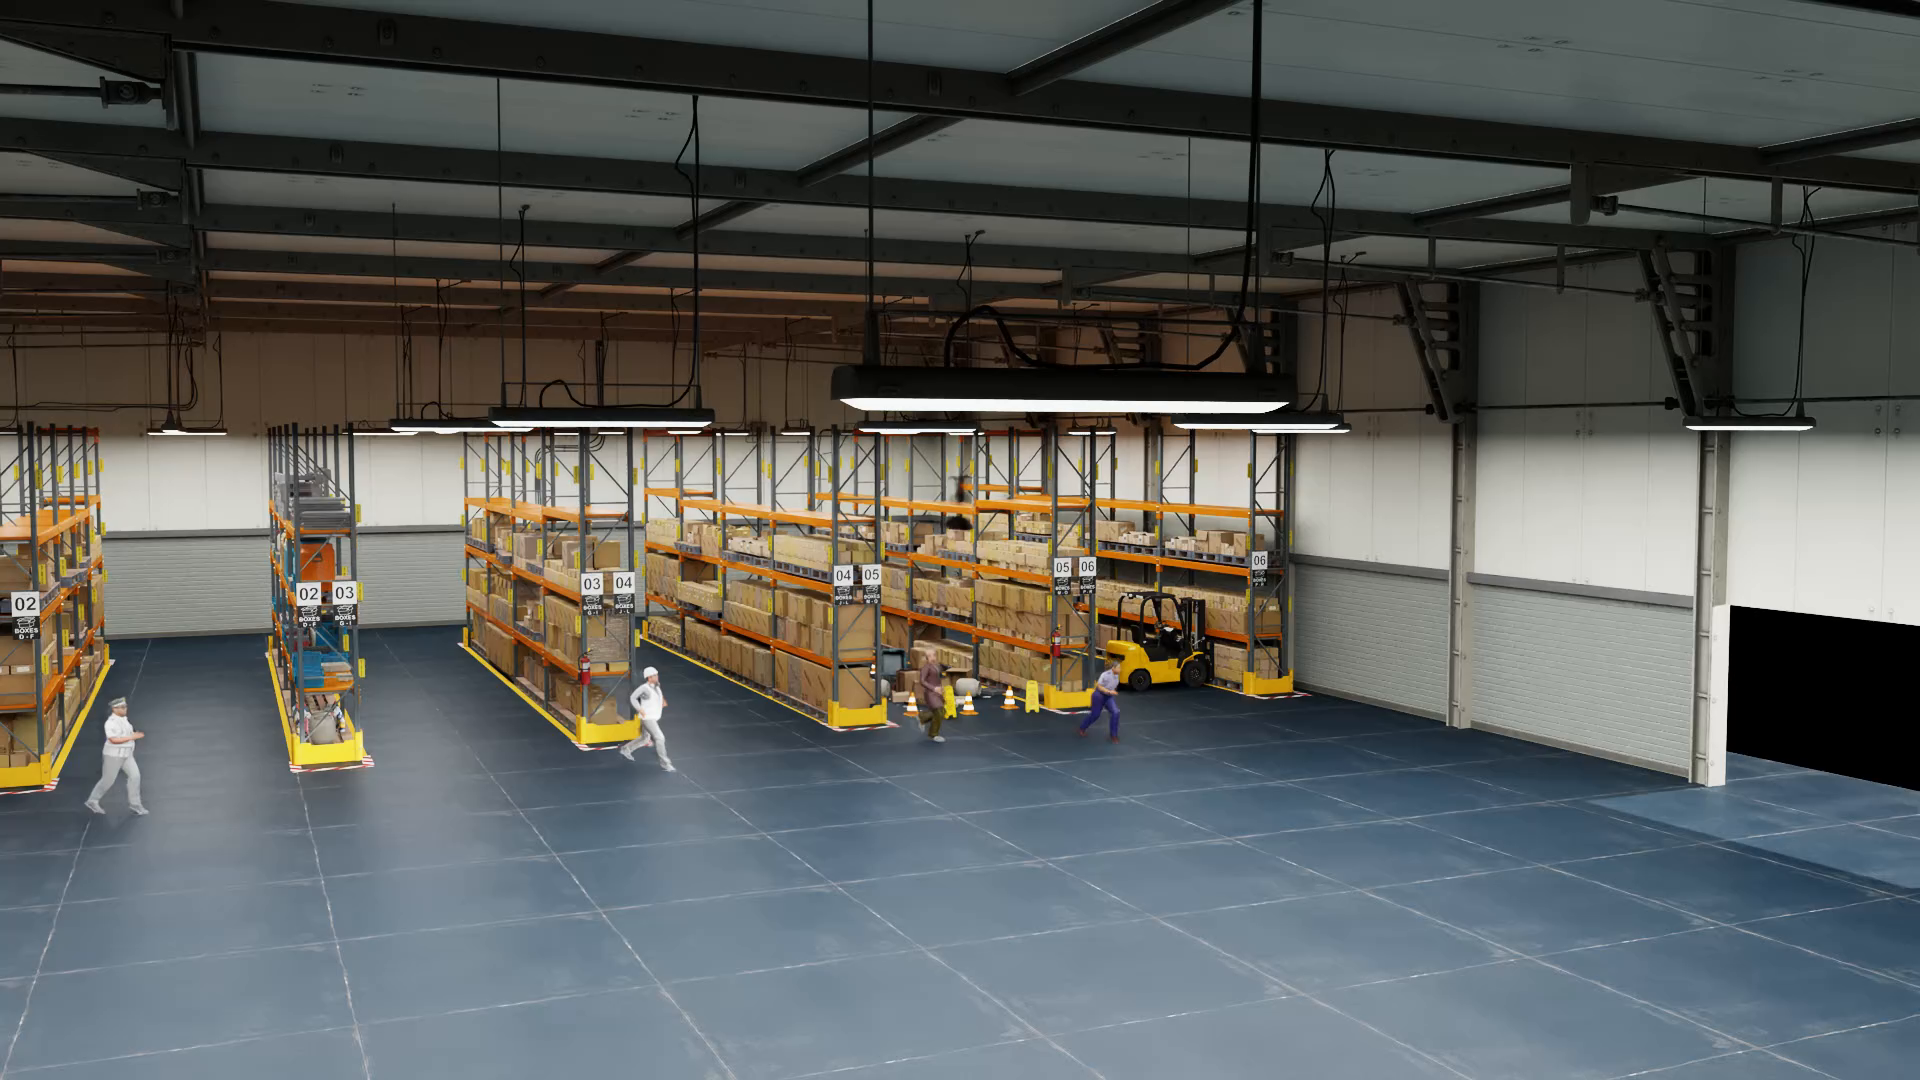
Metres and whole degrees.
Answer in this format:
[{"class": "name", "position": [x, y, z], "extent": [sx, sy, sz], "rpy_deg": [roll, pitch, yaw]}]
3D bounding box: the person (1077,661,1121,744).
[{"class": "person", "position": [2.651, 3.105, 31.478], "extent": [0.960, 1.499, 0.649], "rpy_deg": [3, 4, 38]}]

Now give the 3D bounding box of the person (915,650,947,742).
[{"class": "person", "position": [-0.576, 2.941, 31.488], "extent": [0.643, 1.738, 0.712], "rpy_deg": [1, 4, 18]}]

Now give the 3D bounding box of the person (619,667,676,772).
[{"class": "person", "position": [-5.396, 3.100, 28.745], "extent": [1.055, 1.820, 0.624], "rpy_deg": [0, 4, 8]}]

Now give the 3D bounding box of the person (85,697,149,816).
[{"class": "person", "position": [-12.785, 3.285, 25.188], "extent": [0.901, 1.823, 0.638], "rpy_deg": [0, 3, 1]}]
